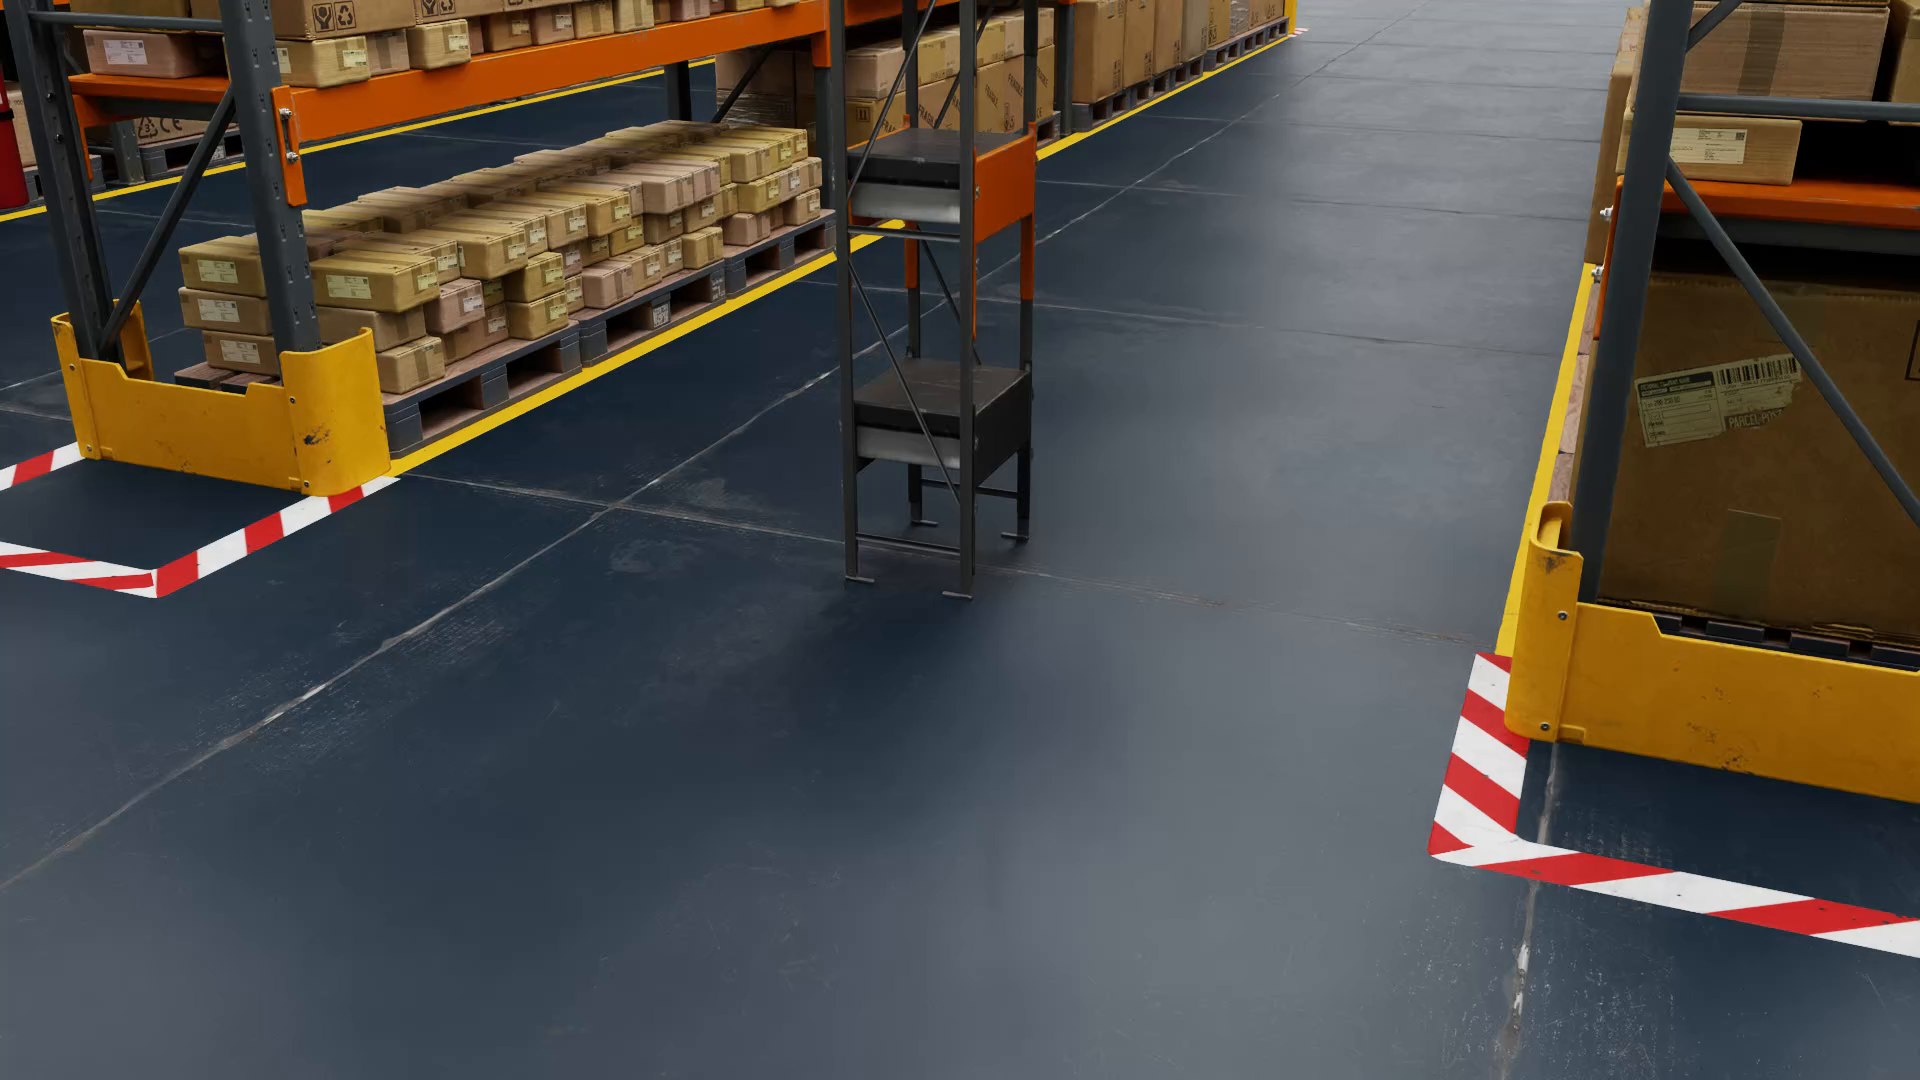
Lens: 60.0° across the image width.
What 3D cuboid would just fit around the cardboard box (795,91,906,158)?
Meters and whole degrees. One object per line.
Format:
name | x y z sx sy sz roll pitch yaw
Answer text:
cardboard box | -0.608 -2.337 9.651 0.500 0.500 0.500 10 25 22

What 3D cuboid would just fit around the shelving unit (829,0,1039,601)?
shelving unit | -0.062 -0.910 4.703 0.431 2.100 0.503 9 24 20

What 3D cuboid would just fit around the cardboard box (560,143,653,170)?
cardboard box | -1.730 -1.845 8.157 0.380 0.149 0.250 8 24 19

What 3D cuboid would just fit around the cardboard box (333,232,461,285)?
cardboard box | -2.114 -1.046 6.245 0.380 0.149 0.250 9 24 21

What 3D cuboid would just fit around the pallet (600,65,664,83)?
pallet | -3.530 -4.602 15.993 1.003 0.211 1.213 9 24 20

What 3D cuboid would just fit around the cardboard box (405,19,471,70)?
cardboard box | -1.984 -1.777 5.939 0.380 0.149 0.250 8 24 19

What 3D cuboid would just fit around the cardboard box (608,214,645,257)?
cardboard box | -1.640 -1.378 7.425 0.380 0.149 0.250 10 25 23

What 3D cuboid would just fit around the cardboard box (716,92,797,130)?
cardboard box | -1.088 -2.411 9.829 0.500 0.500 0.500 8 24 19

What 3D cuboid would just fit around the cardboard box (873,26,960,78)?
cardboard box | -0.220 -3.056 10.399 0.500 0.250 0.500 10 25 22

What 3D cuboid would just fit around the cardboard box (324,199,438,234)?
cardboard box | -2.373 -1.293 6.836 0.380 0.149 0.250 8 24 18

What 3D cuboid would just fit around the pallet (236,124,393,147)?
pallet | -5.094 -3.181 12.591 1.003 0.211 1.213 9 24 20

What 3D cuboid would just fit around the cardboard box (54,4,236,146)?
cardboard box | -5.606 -3.189 11.205 0.875 0.875 0.875 10 25 22

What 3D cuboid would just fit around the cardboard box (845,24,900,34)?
cardboard box | -0.700 -3.132 10.582 0.500 0.250 0.500 8 24 18

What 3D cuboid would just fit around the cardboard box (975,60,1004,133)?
cardboard box | -0.022 -2.892 10.980 0.500 0.500 0.500 8 24 18

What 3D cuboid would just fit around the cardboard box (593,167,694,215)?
cardboard box | -1.435 -1.581 7.525 0.380 0.149 0.250 8 24 18

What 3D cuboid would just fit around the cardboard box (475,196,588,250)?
cardboard box | -1.774 -1.316 6.892 0.380 0.149 0.250 10 25 22

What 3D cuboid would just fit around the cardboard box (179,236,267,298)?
cardboard box | -2.653 -1.017 6.175 0.380 0.149 0.250 9 24 21

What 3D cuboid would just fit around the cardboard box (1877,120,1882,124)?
cardboard box | 2.771 -1.224 4.615 0.380 0.149 0.250 8 24 19

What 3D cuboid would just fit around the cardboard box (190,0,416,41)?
cardboard box | -2.191 -1.943 5.494 0.500 0.500 0.500 10 25 23

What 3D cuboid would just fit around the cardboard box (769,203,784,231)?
cardboard box | -1.132 -1.678 8.530 0.380 0.149 0.250 9 24 22

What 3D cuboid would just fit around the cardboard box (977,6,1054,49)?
cardboard box | 0.346 -3.605 11.715 0.500 0.250 0.500 8 24 19

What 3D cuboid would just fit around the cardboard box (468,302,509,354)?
cardboard box | -2.016 -0.854 6.556 0.380 0.149 0.250 9 24 21

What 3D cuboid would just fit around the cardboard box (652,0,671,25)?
cardboard box | -1.503 -2.350 7.309 0.380 0.149 0.250 8 24 19

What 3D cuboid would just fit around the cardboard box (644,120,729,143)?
cardboard box | -1.449 -2.129 8.837 0.380 0.149 0.250 10 25 22

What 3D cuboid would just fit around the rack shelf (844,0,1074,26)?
rack shelf | -0.386 -3.454 10.560 1.077 0.370 4.000 9 24 20

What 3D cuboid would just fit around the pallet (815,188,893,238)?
pallet | -0.841 -2.062 9.913 1.003 0.211 1.213 9 24 20

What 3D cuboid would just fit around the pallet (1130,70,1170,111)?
pallet | 1.175 -3.921 14.363 1.003 0.211 1.213 9 24 20

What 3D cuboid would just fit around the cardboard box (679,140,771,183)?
cardboard box | -1.163 -1.871 8.219 0.380 0.149 0.250 9 24 20

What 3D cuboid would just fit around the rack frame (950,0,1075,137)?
rack frame | 0.357 -4.501 12.135 1.000 3.000 0.127 9 24 20

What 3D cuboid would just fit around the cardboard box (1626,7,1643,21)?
cardboard box | 4.649 -2.724 10.092 1.225 0.875 0.875 8 24 18

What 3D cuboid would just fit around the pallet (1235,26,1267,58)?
pallet | 2.650 -5.345 17.772 1.003 0.211 1.213 9 24 20

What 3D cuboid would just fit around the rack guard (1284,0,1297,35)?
rack guard | 3.338 -6.219 19.491 1.175 0.500 0.348 9 24 20

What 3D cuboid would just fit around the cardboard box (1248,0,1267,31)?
cardboard box | 2.813 -6.010 17.959 0.875 0.875 0.875 8 24 19

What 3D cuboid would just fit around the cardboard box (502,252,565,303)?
cardboard box | -1.823 -1.071 6.691 0.380 0.149 0.250 10 25 22

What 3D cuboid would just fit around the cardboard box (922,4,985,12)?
cardboard box | -0.124 -3.676 11.883 0.500 0.250 0.500 8 24 18

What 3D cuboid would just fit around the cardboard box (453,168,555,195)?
cardboard box | -2.053 -1.574 7.507 0.380 0.149 0.250 9 24 20

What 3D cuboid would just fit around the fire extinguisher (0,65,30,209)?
fire extinguisher | -3.137 -1.407 5.310 0.296 0.674 0.183 9 24 20

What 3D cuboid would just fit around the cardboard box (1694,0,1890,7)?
cardboard box | 1.890 -1.518 3.829 0.500 0.500 0.500 9 24 21

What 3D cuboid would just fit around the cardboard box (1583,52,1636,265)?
cardboard box | 3.658 -1.769 7.805 1.225 0.875 0.875 9 24 20

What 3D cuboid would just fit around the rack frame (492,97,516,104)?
rack frame | -4.276 -5.174 13.745 1.000 3.000 0.127 9 24 20

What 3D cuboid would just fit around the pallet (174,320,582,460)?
pallet | -2.252 -0.665 6.567 1.003 0.211 1.213 9 24 20

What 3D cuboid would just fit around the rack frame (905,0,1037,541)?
rack frame | 0.029 -0.997 4.913 0.400 2.100 0.015 9 24 20

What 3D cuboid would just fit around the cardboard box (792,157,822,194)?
cardboard box | -0.951 -1.927 8.740 0.380 0.149 0.250 9 24 21

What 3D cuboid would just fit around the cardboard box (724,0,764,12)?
cardboard box | -1.167 -2.623 7.965 0.380 0.149 0.250 10 25 22

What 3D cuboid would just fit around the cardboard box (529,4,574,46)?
cardboard box | -1.774 -2.067 6.634 0.380 0.149 0.250 8 24 19

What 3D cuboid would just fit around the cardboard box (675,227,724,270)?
cardboard box | -1.342 -1.389 7.837 0.380 0.149 0.250 9 24 20

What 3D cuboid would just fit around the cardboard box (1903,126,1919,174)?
cardboard box | 2.485 -0.948 3.954 0.380 0.149 0.250 8 24 19

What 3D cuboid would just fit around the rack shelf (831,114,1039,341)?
rack shelf | -0.062 -0.897 4.709 0.431 0.518 0.480 9 24 20

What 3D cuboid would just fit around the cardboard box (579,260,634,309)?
cardboard box | -1.639 -1.111 7.172 0.380 0.149 0.250 8 24 17

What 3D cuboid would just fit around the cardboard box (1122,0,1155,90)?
cardboard box | 0.988 -4.175 13.728 1.050 0.750 0.750 9 24 21

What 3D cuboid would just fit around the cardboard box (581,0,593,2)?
cardboard box | -1.639 -2.495 6.816 0.500 0.500 0.500 8 24 19

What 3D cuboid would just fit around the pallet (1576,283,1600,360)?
pallet | 3.084 -0.776 6.834 1.003 0.211 1.213 9 24 20

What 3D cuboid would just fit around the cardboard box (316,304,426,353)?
cardboard box | -2.182 -0.805 6.053 0.380 0.149 0.250 10 25 22

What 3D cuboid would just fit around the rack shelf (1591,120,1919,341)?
rack shelf | 2.696 -1.276 5.346 1.077 0.370 4.000 9 24 20

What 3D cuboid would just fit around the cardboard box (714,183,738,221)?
cardboard box | -1.307 -1.655 8.087 0.380 0.149 0.250 9 24 21
